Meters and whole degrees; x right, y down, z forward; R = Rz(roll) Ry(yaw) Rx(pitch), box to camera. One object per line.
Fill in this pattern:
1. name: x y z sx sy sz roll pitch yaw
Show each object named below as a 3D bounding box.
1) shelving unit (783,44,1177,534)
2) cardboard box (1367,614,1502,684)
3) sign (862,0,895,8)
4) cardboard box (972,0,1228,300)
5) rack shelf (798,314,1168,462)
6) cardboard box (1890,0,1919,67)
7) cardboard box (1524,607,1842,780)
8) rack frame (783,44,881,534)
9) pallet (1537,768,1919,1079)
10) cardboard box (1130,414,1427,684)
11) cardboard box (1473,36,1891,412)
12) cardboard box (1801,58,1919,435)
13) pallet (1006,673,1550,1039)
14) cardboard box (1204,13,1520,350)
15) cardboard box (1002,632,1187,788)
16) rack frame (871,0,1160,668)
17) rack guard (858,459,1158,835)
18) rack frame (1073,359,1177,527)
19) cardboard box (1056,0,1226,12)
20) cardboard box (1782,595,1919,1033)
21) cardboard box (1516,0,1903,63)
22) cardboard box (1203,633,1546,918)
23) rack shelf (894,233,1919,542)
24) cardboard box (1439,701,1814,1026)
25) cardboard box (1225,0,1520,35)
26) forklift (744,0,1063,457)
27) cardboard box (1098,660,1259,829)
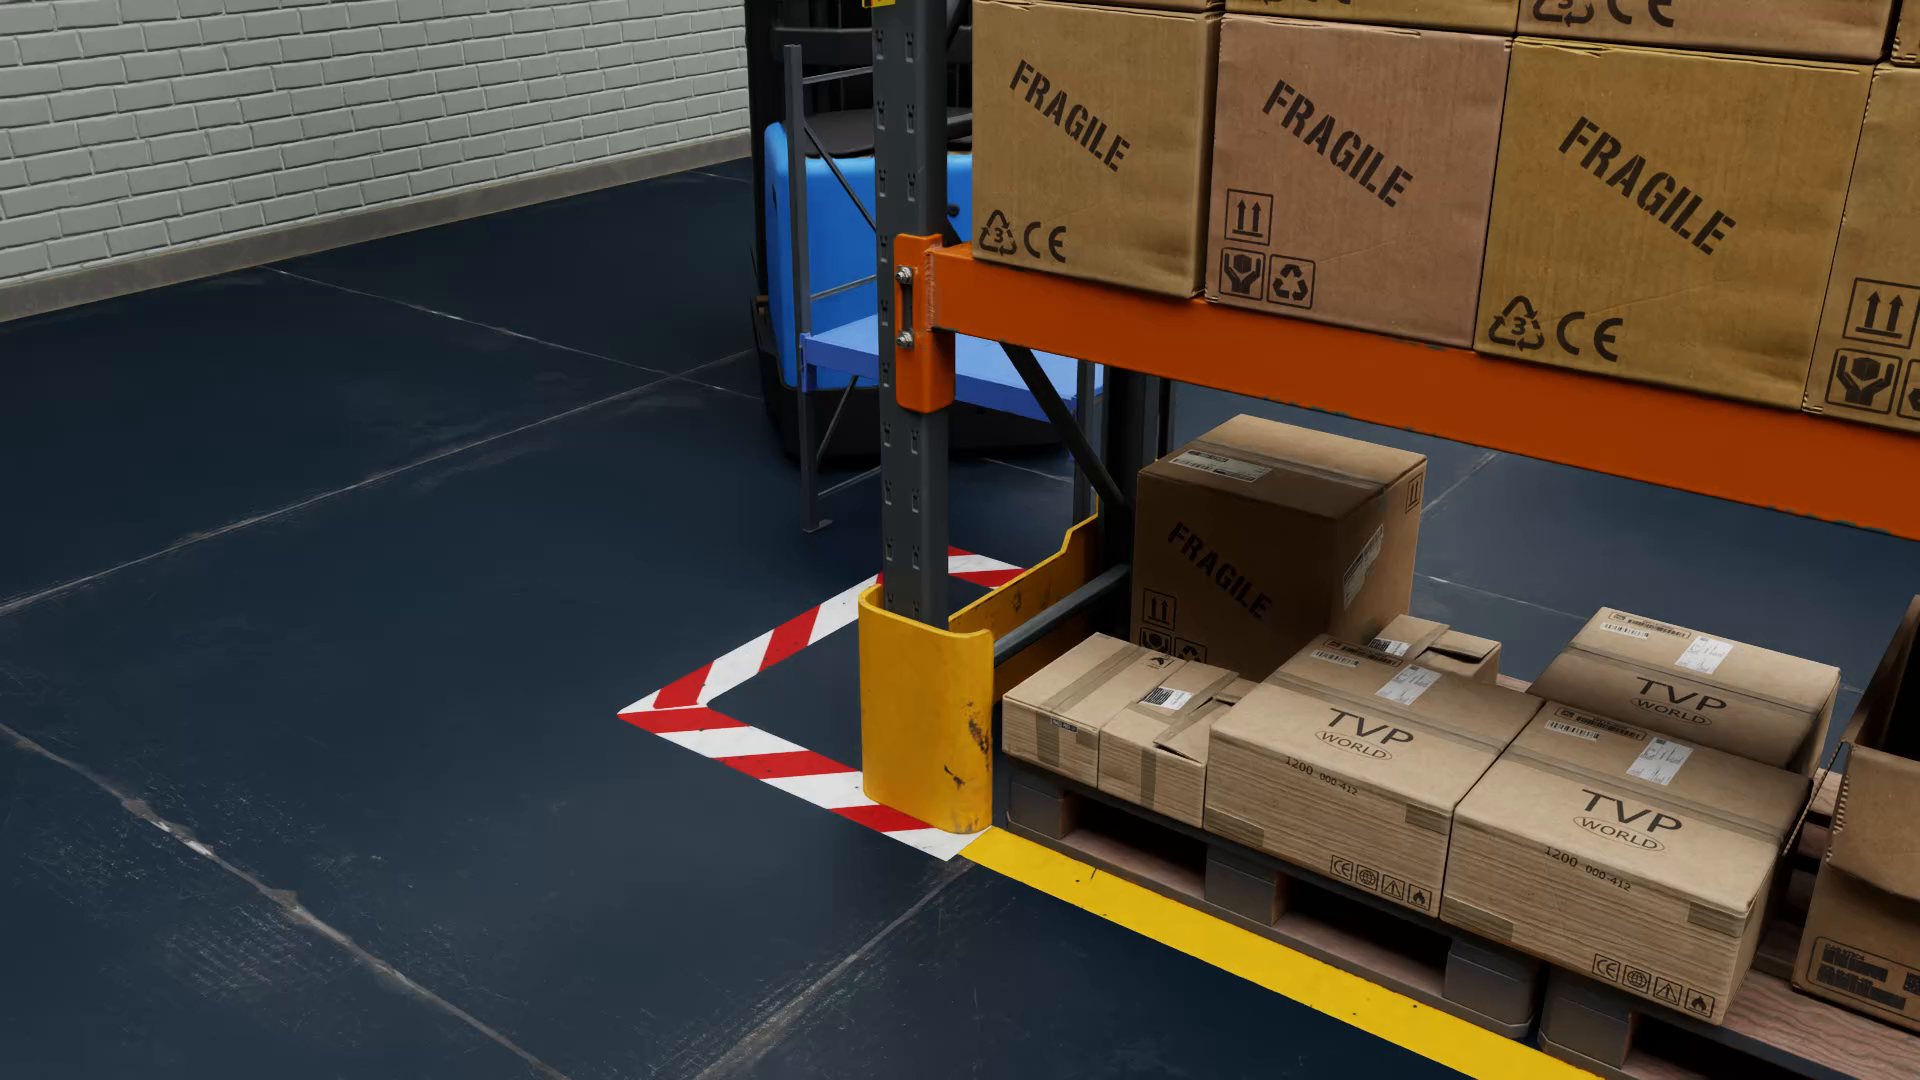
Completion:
1. shelving unit: 0.068 -0.666 4.901 1.048 1.500 0.538 17 29 33
2. cardboard box: 1.026 0.327 3.755 0.250 0.166 0.380 17 29 33
3. sign: -0.153 -1.168 3.107 0.005 0.325 0.100 17 29 33
4. cardboard box: 0.370 -0.800 3.222 0.500 0.500 0.500 18 29 34
5. rack shelf: 0.068 -0.501 4.973 1.000 0.185 0.538 17 29 33
6. cardboard box: 1.597 -0.889 2.183 0.500 0.500 0.500 17 29 33
7. cardboard box: 1.498 0.402 3.483 0.500 0.250 0.500 17 29 33
8. rack frame: -0.339 -0.789 5.180 0.032 1.500 0.500 17 29 33
9. pallet: 1.844 0.835 3.092 1.213 0.211 1.003 17 29 33
10. cardboard box: 0.756 0.048 3.976 0.500 0.500 0.500 17 29 33
11. cardboard box: 1.186 -0.555 2.665 0.500 0.500 0.500 17 29 33
12. cardboard box: 1.585 -0.433 2.389 0.500 0.500 0.500 17 29 34
13. pallet: 0.872 0.540 3.762 1.213 0.211 1.003 17 29 33
14. cardboard box: 0.786 -0.677 2.943 0.500 0.500 0.500 16 29 33
15. cardboard box: 0.302 0.369 3.683 0.250 0.149 0.380 17 29 33
16. rack frame: 0.173 -0.947 3.679 0.127 3.000 1.000 17 29 33
17. rack guard: 0.233 0.215 4.141 0.348 0.500 1.175 17 29 33
18. rack frame: 0.475 -0.543 4.622 0.032 1.500 0.500 17 29 33
19. cardboard box: 0.370 -1.258 3.020 0.500 0.500 0.500 18 29 35
20. cardboard box: 1.867 0.509 2.925 0.637 0.503 0.797 17 29 33
21. cardboard box: 1.190 -1.011 2.461 0.500 0.500 0.500 17 29 34
22. cardboard box: 0.838 0.454 3.364 0.500 0.250 0.500 17 29 33
23. rack shelf: 1.773 -0.134 2.726 4.000 0.370 1.077 17 29 33
24. cardboard box: 1.238 0.575 3.089 0.500 0.250 0.500 17 29 33
25. cardboard box: 0.793 -1.134 2.739 0.500 0.500 0.500 17 29 34
26. forklift: -0.321 -2.190 6.586 1.130 2.935 3.031 -4 24 -8
27. cardboard box: 0.502 0.421 3.543 0.250 0.166 0.380 17 29 33
